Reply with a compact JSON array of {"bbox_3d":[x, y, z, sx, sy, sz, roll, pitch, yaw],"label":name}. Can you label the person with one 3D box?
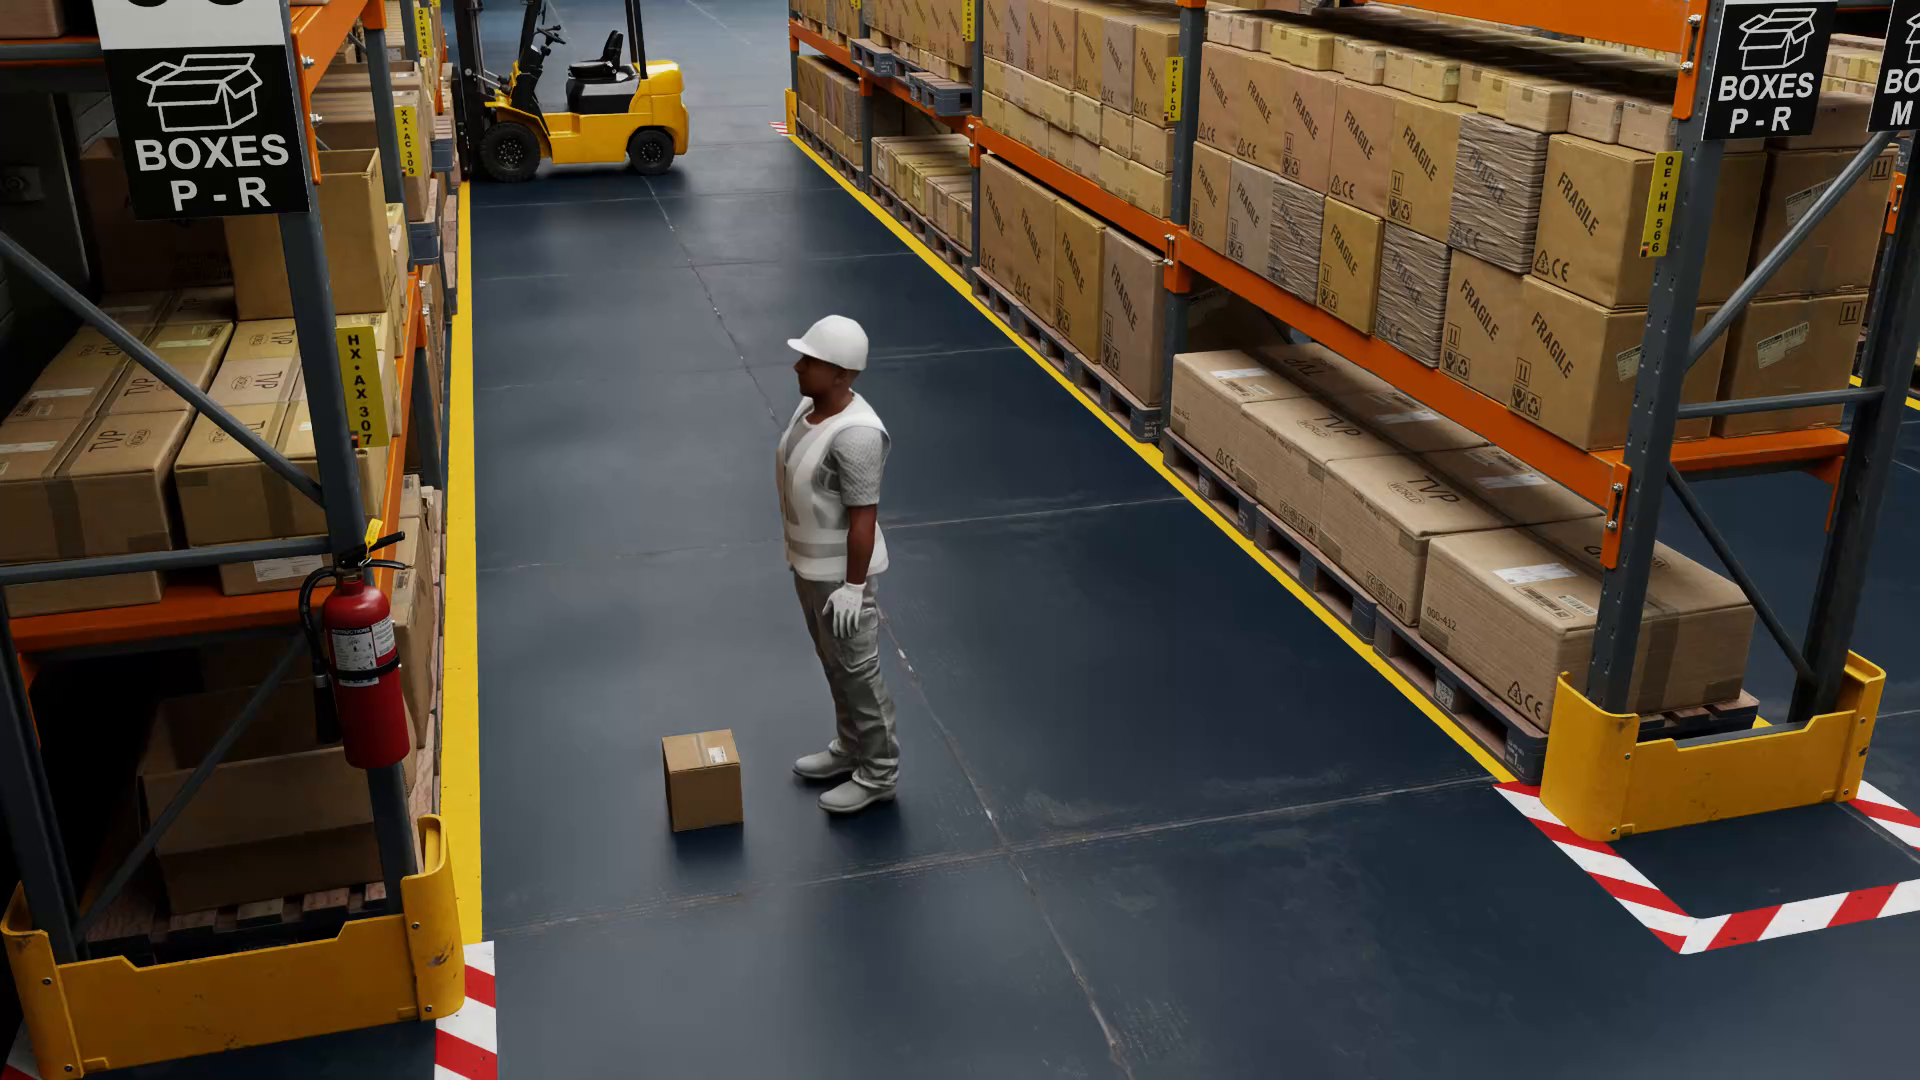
[{"bbox_3d":[-0.438,0.085,5.810,0.357,1.782,0.562,-8,24,-19],"label":"person"}]
